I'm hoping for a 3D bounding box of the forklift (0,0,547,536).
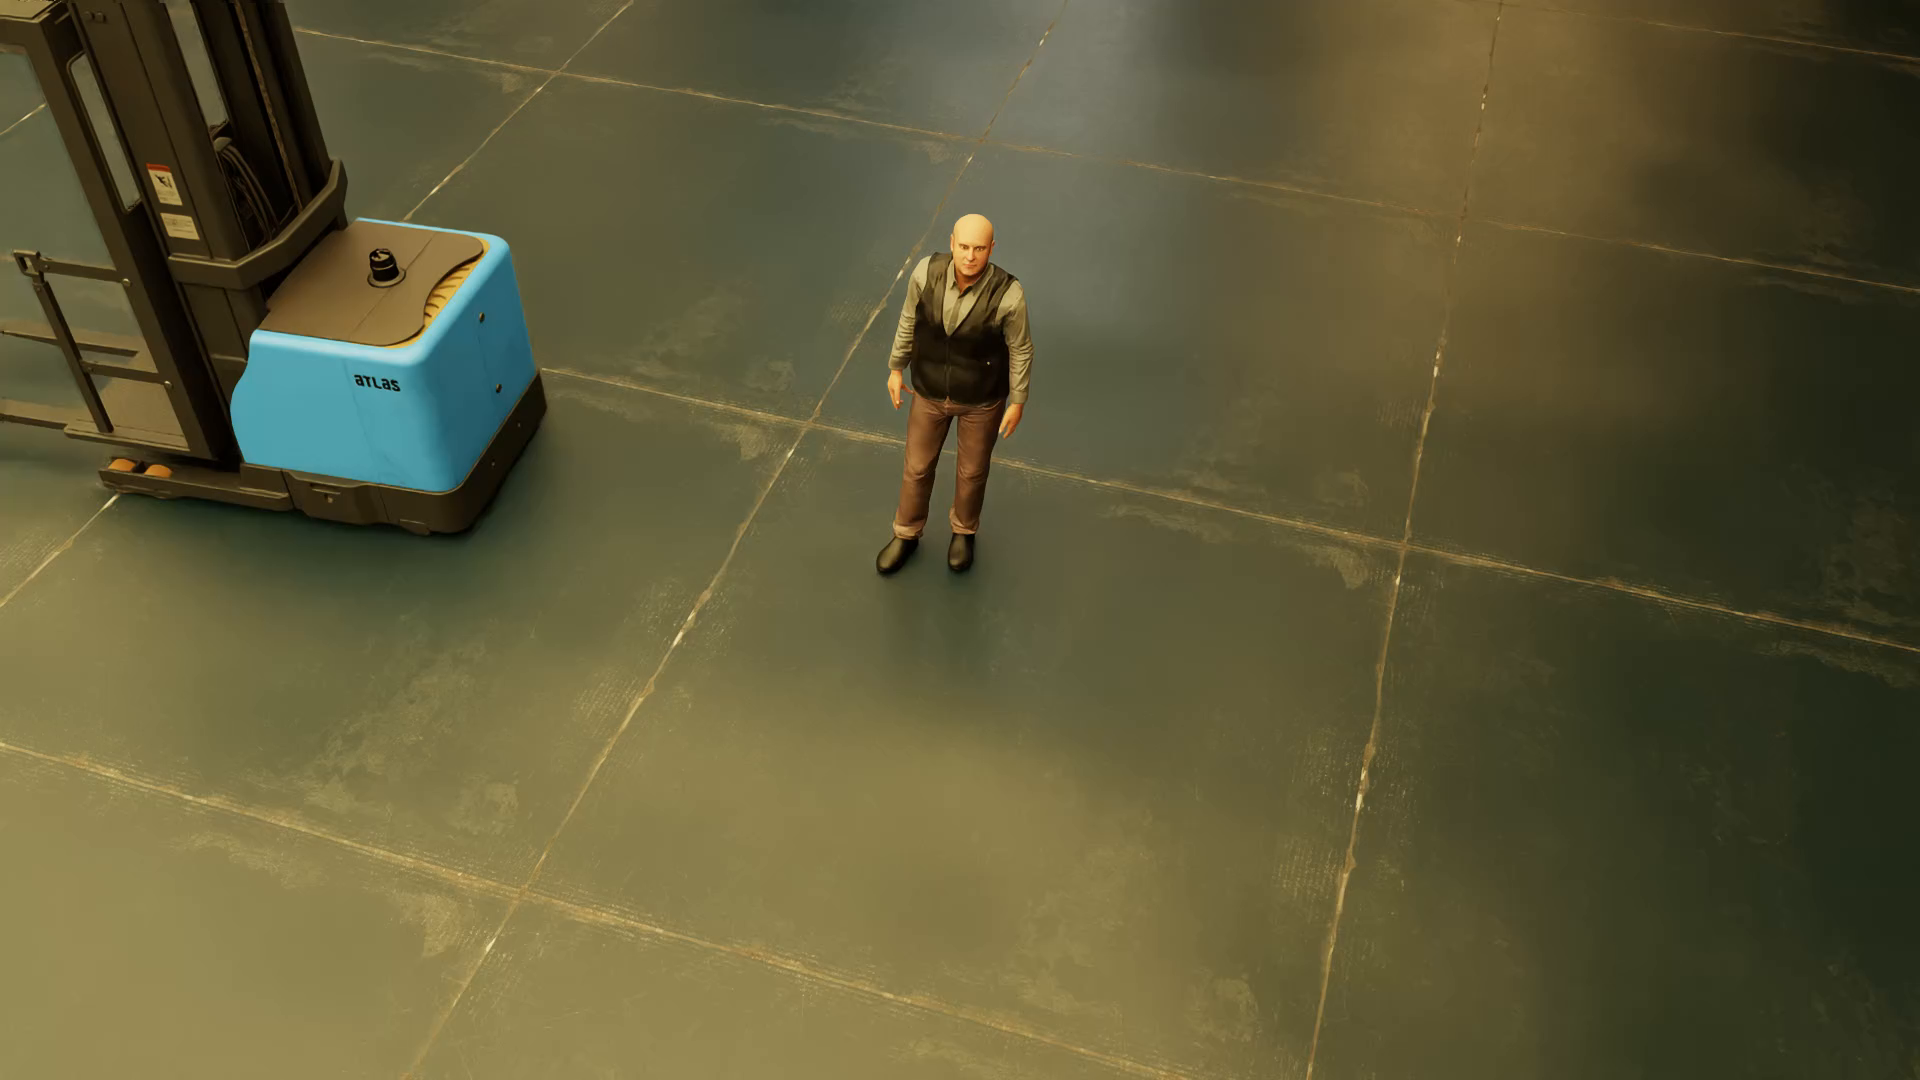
[{"bbox_3d":[-3.671,-1.615,7.425,3.031,2.935,1.130,9,44,9],"label":"forklift"}]

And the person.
[{"bbox_3d":[-0.027,-0.597,7.208,0.632,1.720,0.568,12,44,13],"label":"person"}]
